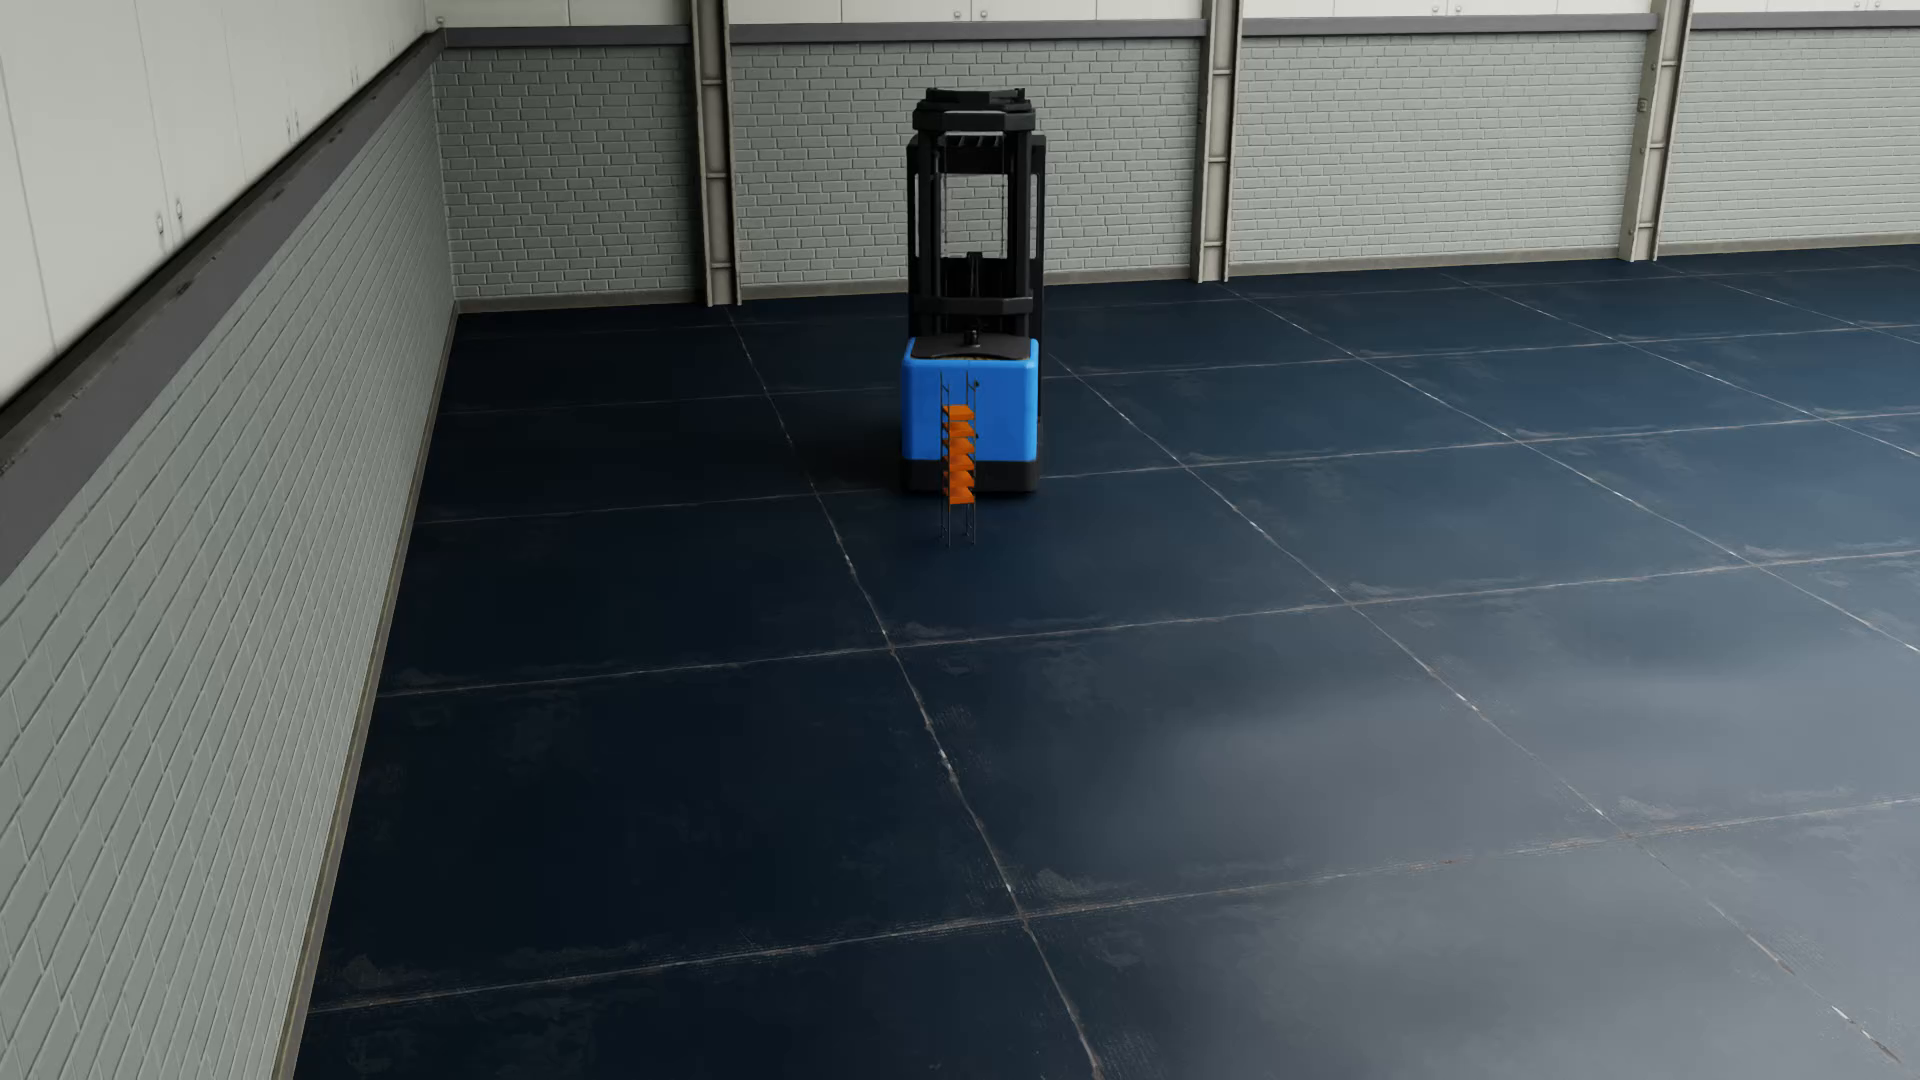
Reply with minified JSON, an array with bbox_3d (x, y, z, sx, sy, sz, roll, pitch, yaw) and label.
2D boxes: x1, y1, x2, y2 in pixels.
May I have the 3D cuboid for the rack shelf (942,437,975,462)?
[{"bbox_3d":[-0.014,-0.633,11.579,0.180,0.103,0.258,-5,21,-12],"label":"rack shelf"}]

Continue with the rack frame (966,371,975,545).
[{"bbox_3d":[0.075,-0.569,11.625,0.006,1.200,0.240,-5,21,-12],"label":"rack frame"}]

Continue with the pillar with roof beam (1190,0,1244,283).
[{"bbox_3d":[4.075,-6.016,15.155,0.400,9.000,9.100,-5,21,-12],"label":"pillar with roof beam"}]

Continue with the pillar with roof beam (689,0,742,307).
[{"bbox_3d":[-1.764,-5.541,13.859,0.400,9.000,9.100,-5,21,-12],"label":"pillar with roof beam"}]

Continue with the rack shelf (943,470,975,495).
[{"bbox_3d":[-0.014,-0.408,11.662,0.180,0.103,0.258,-5,21,-12],"label":"rack shelf"}]

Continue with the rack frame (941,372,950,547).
[{"bbox_3d":[-0.103,-0.555,11.585,0.006,1.200,0.240,-5,21,-12],"label":"rack frame"}]

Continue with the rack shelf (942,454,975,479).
[{"bbox_3d":[-0.014,-0.521,11.620,0.180,0.103,0.258,-5,21,-12],"label":"rack shelf"}]

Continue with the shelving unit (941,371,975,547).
[{"bbox_3d":[-0.014,-0.562,11.605,0.189,1.200,0.258,-5,21,-12],"label":"shelving unit"}]

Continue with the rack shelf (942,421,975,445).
[{"bbox_3d":[-0.014,-0.746,11.538,0.180,0.103,0.258,-5,21,-12],"label":"rack shelf"}]

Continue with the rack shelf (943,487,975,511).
[{"bbox_3d":[-0.014,-0.295,11.703,0.180,0.103,0.258,-5,21,-12],"label":"rack shelf"}]

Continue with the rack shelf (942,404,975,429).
[{"bbox_3d":[-0.014,-0.859,11.497,0.180,0.103,0.258,-5,21,-12],"label":"rack shelf"}]

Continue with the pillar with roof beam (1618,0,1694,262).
[{"bbox_3d":[9.914,-6.491,16.452,0.400,9.000,9.100,-5,21,-12],"label":"pillar with roof beam"}]

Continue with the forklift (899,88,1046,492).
[{"bbox_3d":[0.139,-2.199,13.558,1.130,2.935,3.031,1,20,3],"label":"forklift"}]
